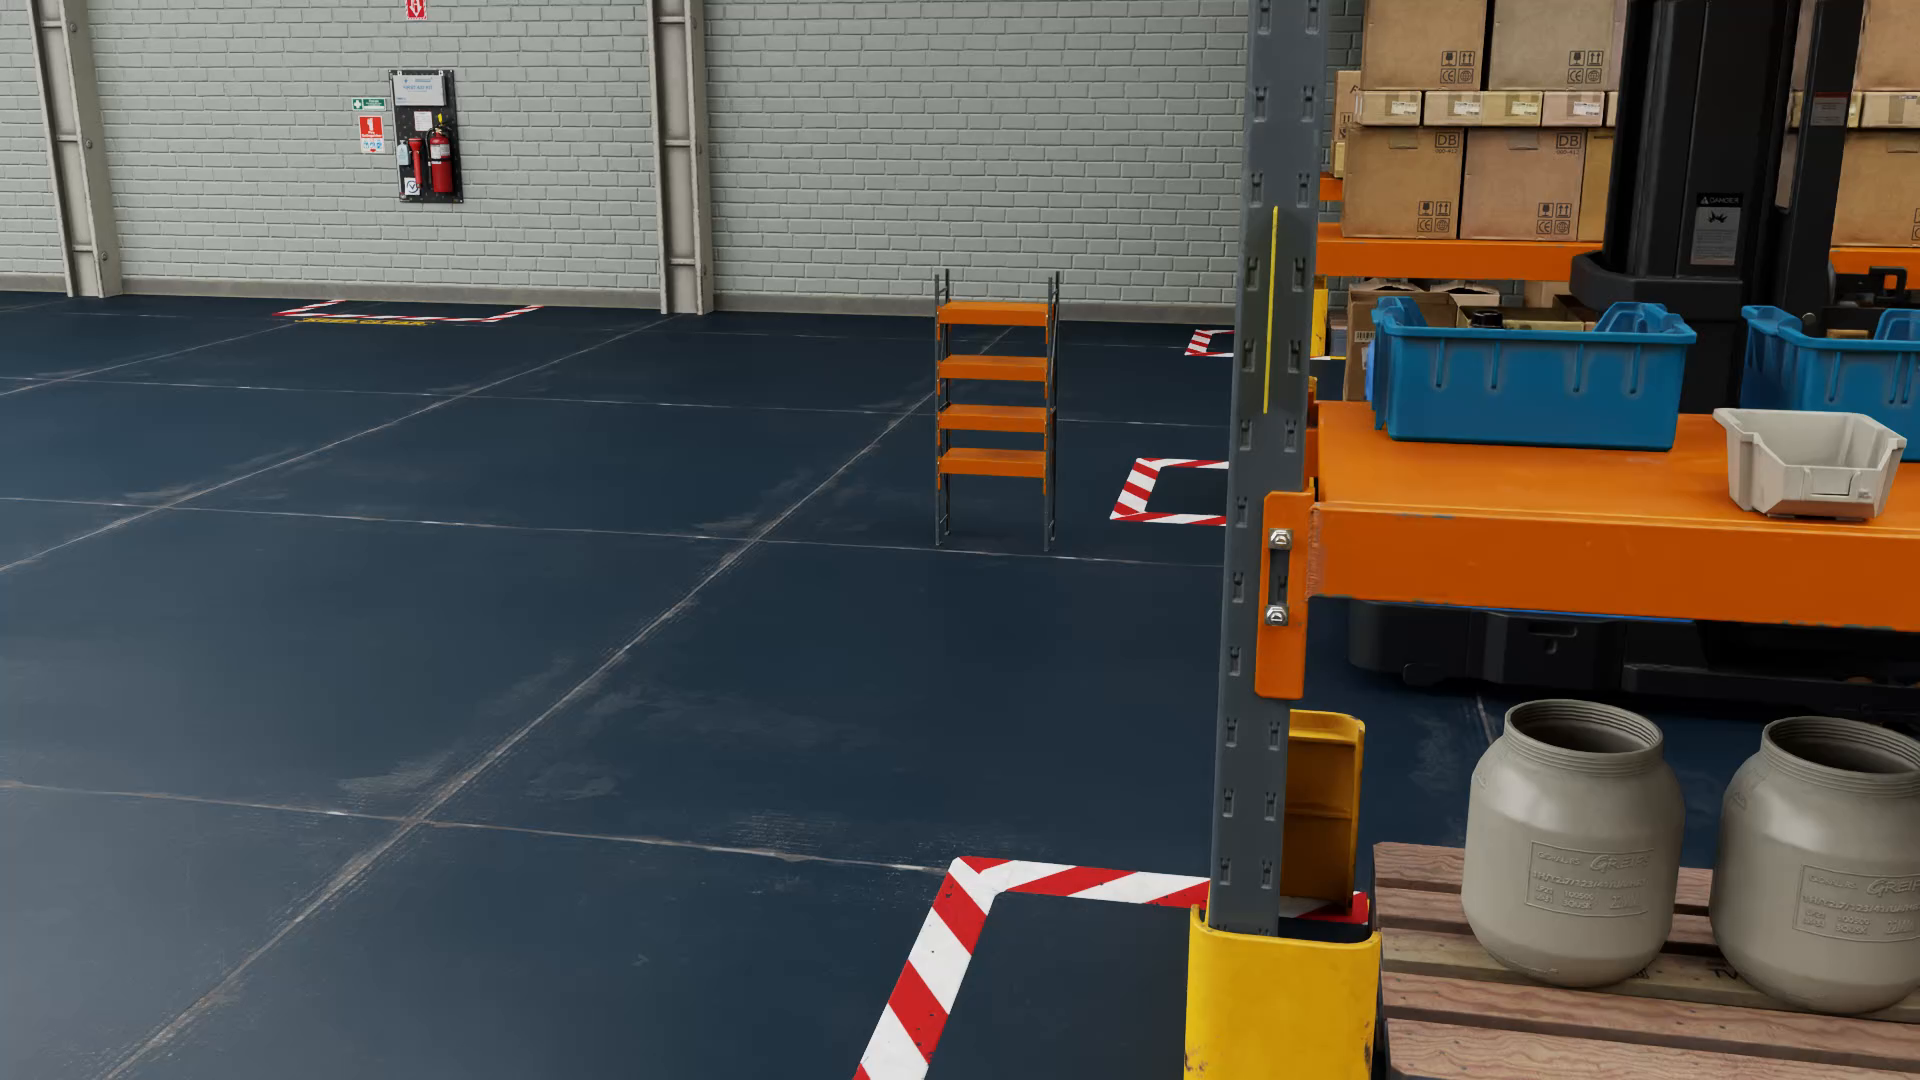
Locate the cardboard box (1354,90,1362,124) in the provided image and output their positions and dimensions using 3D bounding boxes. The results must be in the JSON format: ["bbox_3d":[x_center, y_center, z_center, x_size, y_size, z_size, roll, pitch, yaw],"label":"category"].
[{"bbox_3d":[2.022,-2.069,7.941,0.250,0.149,0.380,3,16,10],"label":"cardboard box"}]

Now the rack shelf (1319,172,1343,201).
[{"bbox_3d":[4.553,-2.522,12.326,4.000,0.370,1.077,3,16,11],"label":"rack shelf"}]

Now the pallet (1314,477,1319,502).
[{"bbox_3d":[2.367,-0.306,8.200,1.213,0.211,1.003,3,16,11],"label":"pallet"}]

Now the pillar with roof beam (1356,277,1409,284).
[{"bbox_3d":[2.593,-4.929,8.430,0.400,9.000,9.100,3,16,11],"label":"pillar with roof beam"}]

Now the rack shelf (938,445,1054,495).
[{"bbox_3d":[0.162,-0.313,7.371,0.480,0.148,0.258,3,16,11],"label":"rack shelf"}]

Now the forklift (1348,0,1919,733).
[{"bbox_3d":[2.909,-0.951,5.433,3.031,2.935,1.130,3,16,12],"label":"forklift"}]

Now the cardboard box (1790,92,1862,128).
[{"bbox_3d":[3.715,-1.867,7.210,0.250,0.149,0.380,4,16,13],"label":"cardboard box"}]

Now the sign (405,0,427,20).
[{"bbox_3d":[-4.830,-4.768,14.745,0.199,0.298,0.001,3,16,11],"label":"sign"}]

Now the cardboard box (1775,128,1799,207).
[{"bbox_3d":[3.582,-1.617,7.525,0.500,0.500,0.700,4,16,13],"label":"cardboard box"}]

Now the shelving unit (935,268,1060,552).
[{"bbox_3d":[0.162,-0.569,7.300,0.503,1.200,0.258,3,16,11],"label":"shelving unit"}]

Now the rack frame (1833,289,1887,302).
[{"bbox_3d":[6.513,-2.762,11.845,0.127,3.000,1.000,3,16,11],"label":"rack frame"}]

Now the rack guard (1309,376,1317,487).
[{"bbox_3d":[1.586,-0.476,8.273,0.348,0.500,1.175,3,16,11],"label":"rack guard"}]

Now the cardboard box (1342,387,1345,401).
[{"bbox_3d":[2.194,-0.605,8.422,0.500,0.250,0.500,3,16,11],"label":"cardboard box"}]

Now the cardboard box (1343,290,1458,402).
[{"bbox_3d":[2.194,-0.967,8.324,0.500,0.500,0.500,3,16,11],"label":"cardboard box"}]

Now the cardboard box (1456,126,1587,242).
[{"bbox_3d":[2.580,-1.672,7.723,0.500,0.500,0.700,4,16,13],"label":"cardboard box"}]

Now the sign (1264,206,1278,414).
[{"bbox_3d":[0.505,-0.373,2.702,0.005,0.325,0.100,3,16,11],"label":"sign"}]

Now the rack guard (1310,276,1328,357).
[{"bbox_3d":[2.667,-1.766,12.933,0.348,0.500,1.175,3,16,11],"label":"rack guard"}]

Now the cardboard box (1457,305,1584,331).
[{"bbox_3d":[2.581,-0.805,7.738,0.500,0.500,0.500,3,16,11],"label":"cardboard box"}]

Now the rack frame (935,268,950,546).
[{"bbox_3d":[-0.077,-0.582,7.347,0.015,1.200,0.240,3,16,11],"label":"rack frame"}]

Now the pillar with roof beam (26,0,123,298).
[{"bbox_3d":[-9.166,-5.568,10.734,0.400,9.000,9.100,3,16,11],"label":"pillar with roof beam"}]

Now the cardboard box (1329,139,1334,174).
[{"bbox_3d":[3.090,-2.938,12.724,0.500,0.250,0.500,3,16,12],"label":"cardboard box"}]

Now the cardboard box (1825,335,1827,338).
[{"bbox_3d":[3.560,-0.751,7.542,0.500,0.500,0.500,3,16,11],"label":"cardboard box"}]

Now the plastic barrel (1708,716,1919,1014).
[{"bbox_3d":[1.770,0.655,3.383,0.421,0.512,0.421,0,15,0],"label":"plastic barrel"}]

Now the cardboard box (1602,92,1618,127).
[{"bbox_3d":[2.963,-1.908,7.359,0.250,0.149,0.380,3,16,9],"label":"cardboard box"}]

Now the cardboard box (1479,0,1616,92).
[{"bbox_3d":[2.633,-2.295,7.540,0.500,0.500,0.700,3,16,10],"label":"cardboard box"}]

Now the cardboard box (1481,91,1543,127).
[{"bbox_3d":[2.455,-1.936,7.459,0.250,0.149,0.380,3,16,11],"label":"cardboard box"}]

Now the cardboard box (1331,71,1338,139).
[{"bbox_3d":[3.097,-3.304,12.641,0.500,0.500,0.500,3,16,10],"label":"cardboard box"}]

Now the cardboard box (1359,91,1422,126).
[{"bbox_3d":[1.951,-1.963,7.556,0.250,0.149,0.380,3,16,11],"label":"cardboard box"}]

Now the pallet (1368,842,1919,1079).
[{"bbox_3d":[1.498,0.997,3.499,1.213,0.211,1.003,3,16,11],"label":"pallet"}]

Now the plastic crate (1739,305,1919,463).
[{"bbox_3d":[1.804,-0.327,3.334,0.408,0.251,0.499,3,16,11],"label":"plastic crate"}]

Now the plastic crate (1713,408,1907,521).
[{"bbox_3d":[1.432,-0.125,2.817,0.250,0.136,0.298,3,16,11],"label":"plastic crate"}]

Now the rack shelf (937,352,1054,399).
[{"bbox_3d":[0.162,-0.720,7.258,0.480,0.148,0.258,3,16,11],"label":"rack shelf"}]

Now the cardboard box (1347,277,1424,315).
[{"bbox_3d":[3.253,-1.831,12.696,0.500,0.311,0.500,1,16,5],"label":"cardboard box"}]

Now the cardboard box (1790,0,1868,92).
[{"bbox_3d":[3.618,-2.242,7.348,0.500,0.500,0.700,3,16,11],"label":"cardboard box"}]

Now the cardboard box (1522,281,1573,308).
[{"bbox_3d":[4.521,-1.840,12.373,0.500,0.500,0.700,2,16,8],"label":"cardboard box"}]

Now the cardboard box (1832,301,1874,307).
[{"bbox_3d":[4.157,-0.865,7.954,0.500,0.500,0.500,3,16,11],"label":"cardboard box"}]
